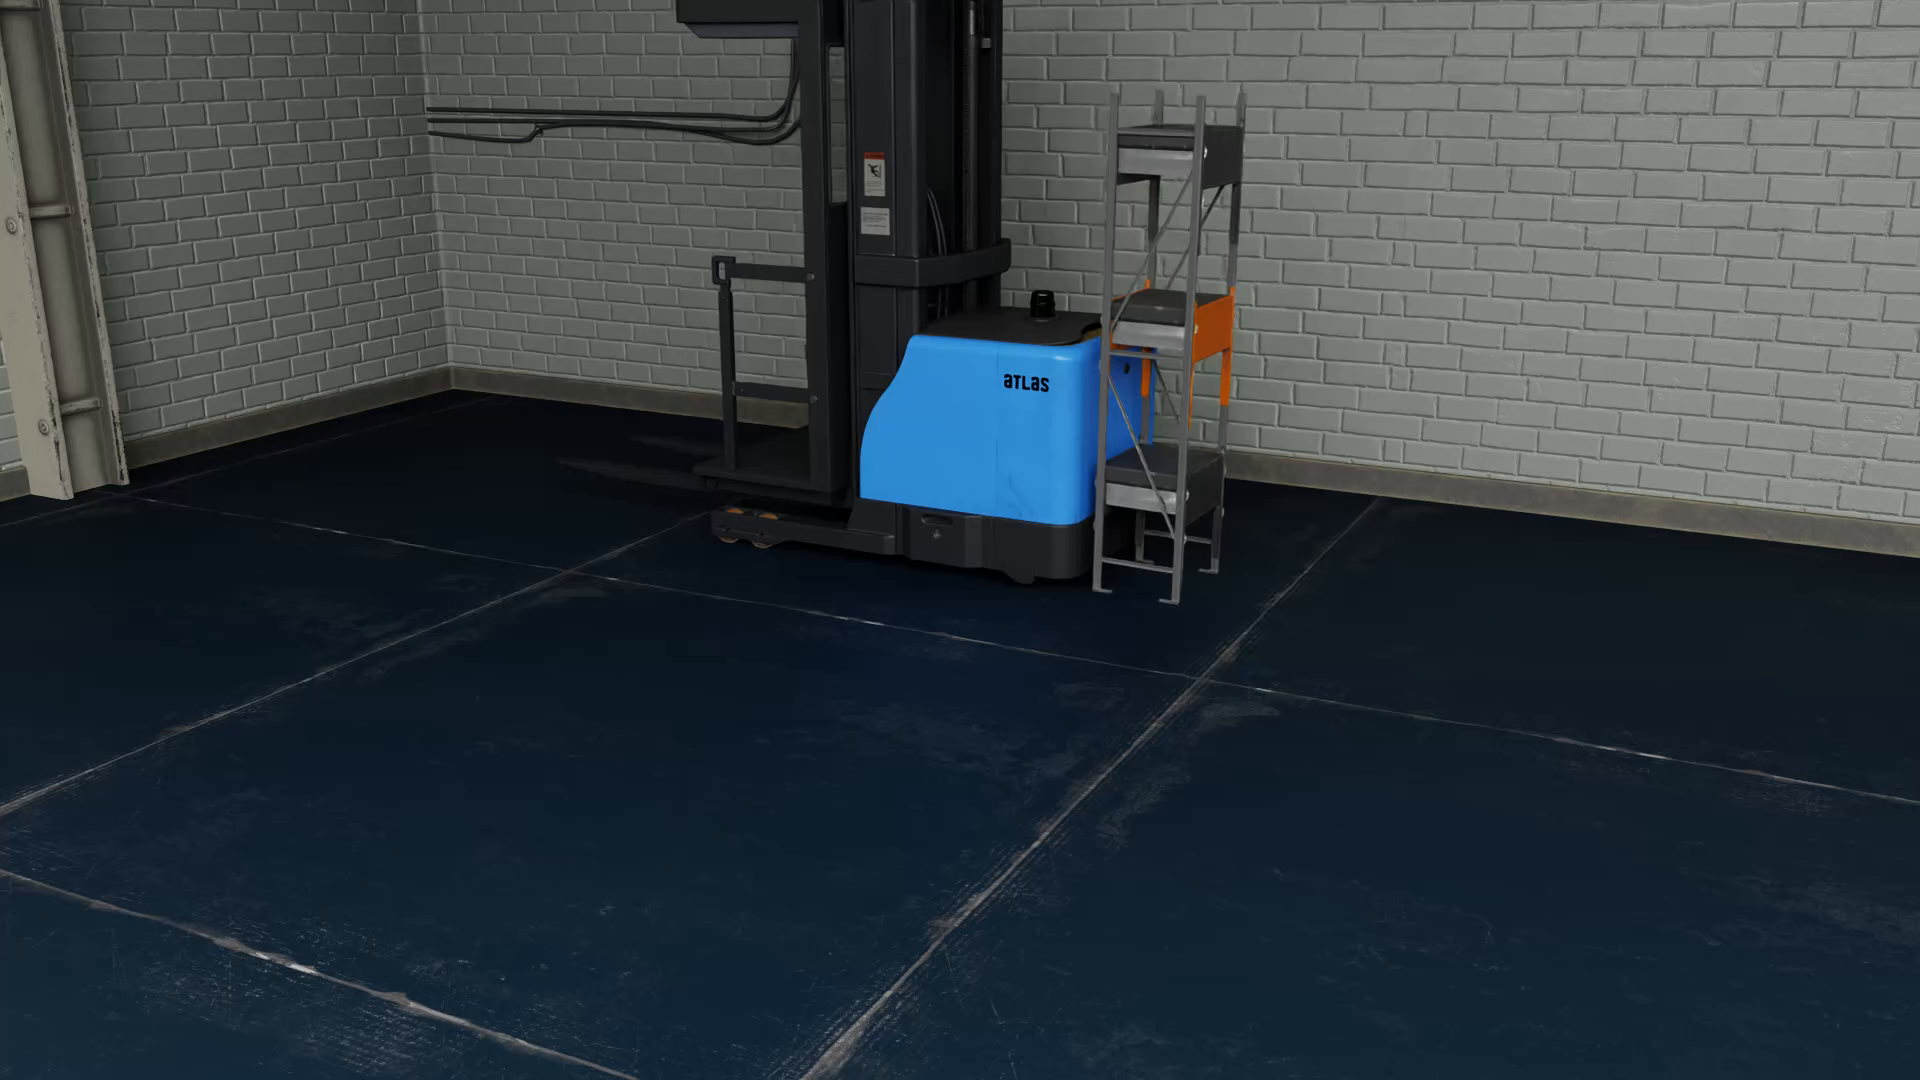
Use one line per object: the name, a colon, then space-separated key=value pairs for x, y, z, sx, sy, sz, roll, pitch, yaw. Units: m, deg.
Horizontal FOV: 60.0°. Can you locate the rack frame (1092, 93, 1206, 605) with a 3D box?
rack frame: x=0.770 y=-0.758 z=6.880 sx=0.400 sy=2.100 sz=0.015 roll=9 pitch=19 yaw=27

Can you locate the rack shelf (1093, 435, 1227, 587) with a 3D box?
rack shelf: x=0.877 y=-0.137 z=7.293 sx=0.431 sy=0.518 sz=0.480 roll=9 pitch=19 yaw=27

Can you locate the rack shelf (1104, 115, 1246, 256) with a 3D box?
rack shelf: x=0.892 y=-1.476 z=6.887 sx=0.431 sy=0.518 sz=0.480 roll=9 pitch=19 yaw=27

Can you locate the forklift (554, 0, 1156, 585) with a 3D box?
forklift: x=-0.617 y=-1.487 z=7.883 sx=3.031 sy=2.935 sz=1.130 roll=9 pitch=19 yaw=26

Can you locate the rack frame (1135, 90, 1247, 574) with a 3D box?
rack frame: x=1.000 y=-0.881 z=7.292 sx=0.400 sy=2.100 sz=0.015 roll=9 pitch=19 yaw=27

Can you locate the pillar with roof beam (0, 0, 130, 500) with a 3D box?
pillar with roof beam: x=-0.896 y=-4.046 z=5.841 sx=9.100 sy=9.000 sz=0.400 roll=8 pitch=18 yaw=25

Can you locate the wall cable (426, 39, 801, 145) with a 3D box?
wall cable: x=-2.248 y=-3.687 z=10.087 sx=3.097 sy=2.526 sz=0.112 roll=8 pitch=18 yaw=25

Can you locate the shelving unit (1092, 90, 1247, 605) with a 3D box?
shelving unit: x=0.885 y=-0.820 z=7.086 sx=0.431 sy=2.100 sz=0.503 roll=9 pitch=19 yaw=27

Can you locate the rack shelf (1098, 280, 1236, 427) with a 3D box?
rack shelf: x=0.885 y=-0.807 z=7.090 sx=0.431 sy=0.518 sz=0.480 roll=9 pitch=19 yaw=27
